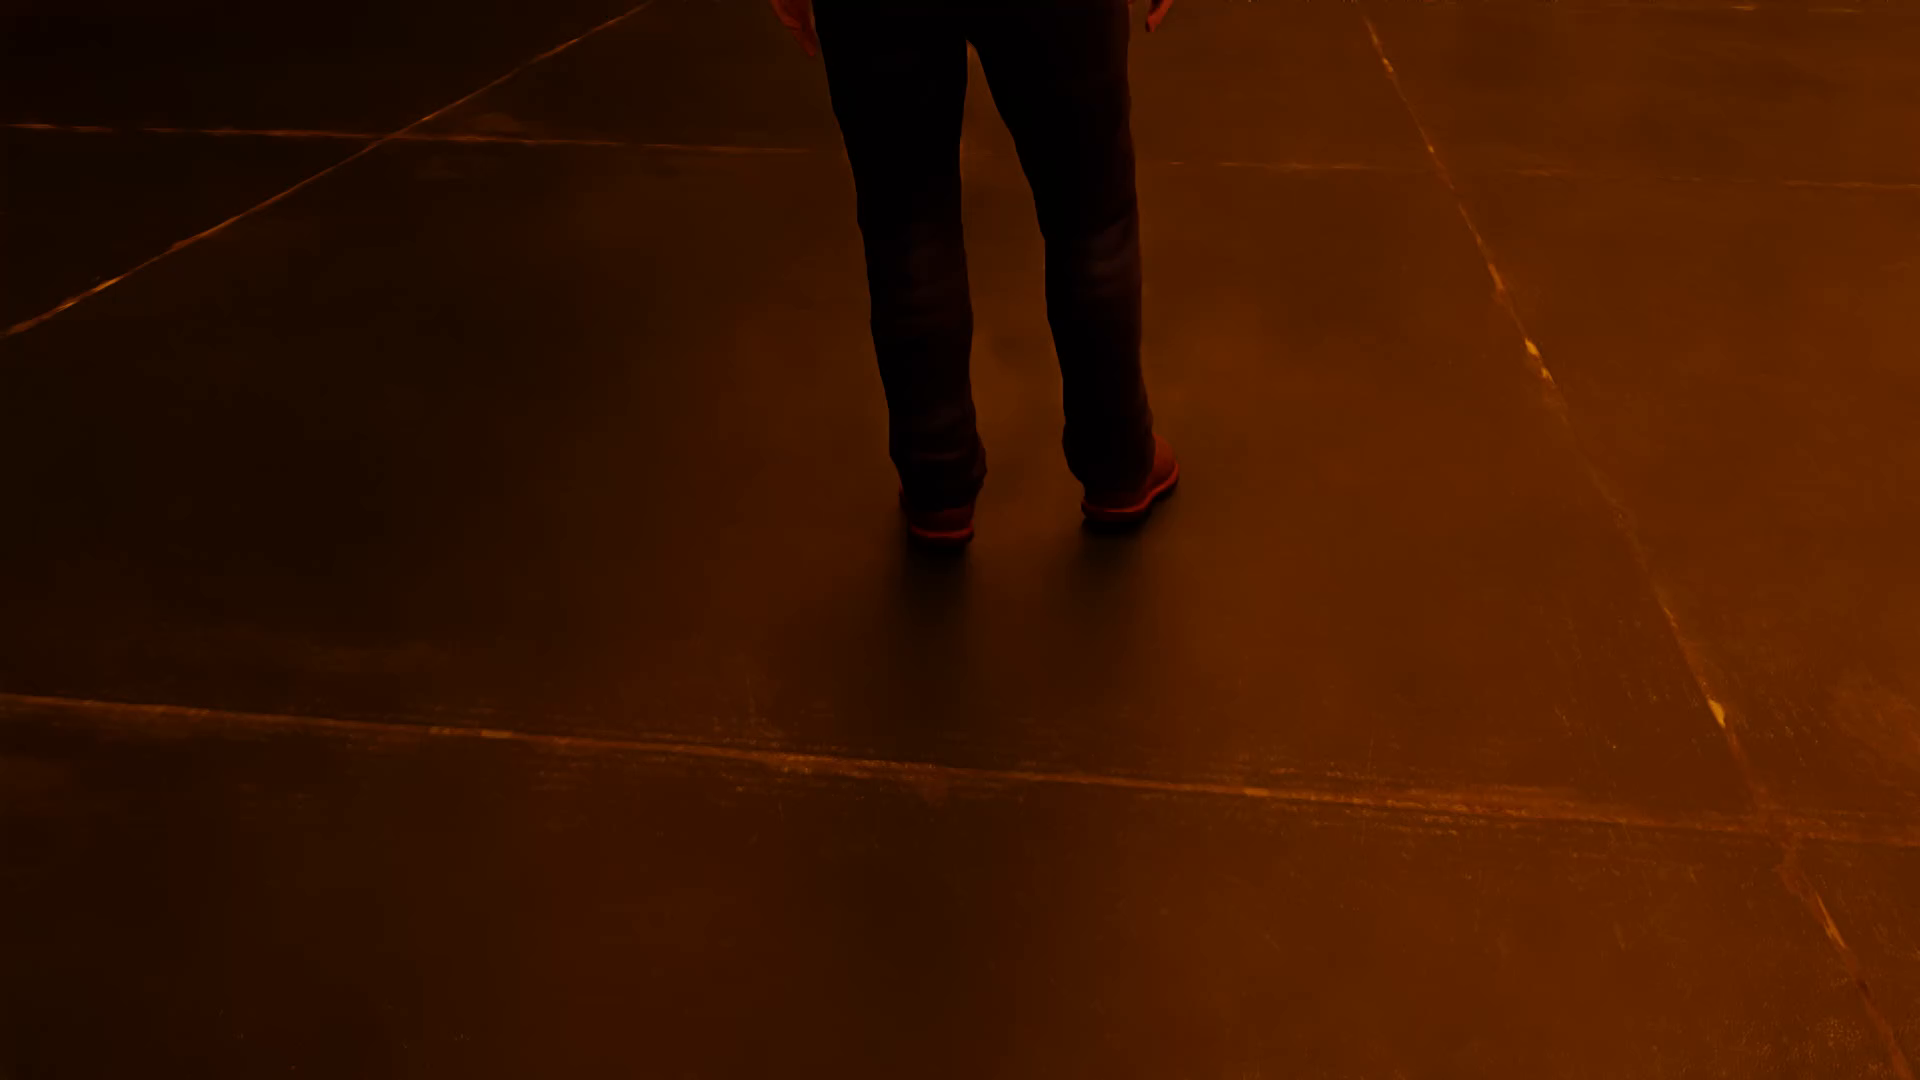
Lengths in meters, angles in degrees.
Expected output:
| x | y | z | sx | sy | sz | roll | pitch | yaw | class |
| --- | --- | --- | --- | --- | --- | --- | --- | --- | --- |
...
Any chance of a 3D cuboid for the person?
| x | y | z | sx | sy | sz | roll | pitch | yaw | class |
| --- | --- | --- | --- | --- | --- | --- | --- | --- | --- |
| 0.034 | -0.782 | 2.206 | 0.599 | 1.650 | 0.502 | 3 | 27 | 7 | person |
